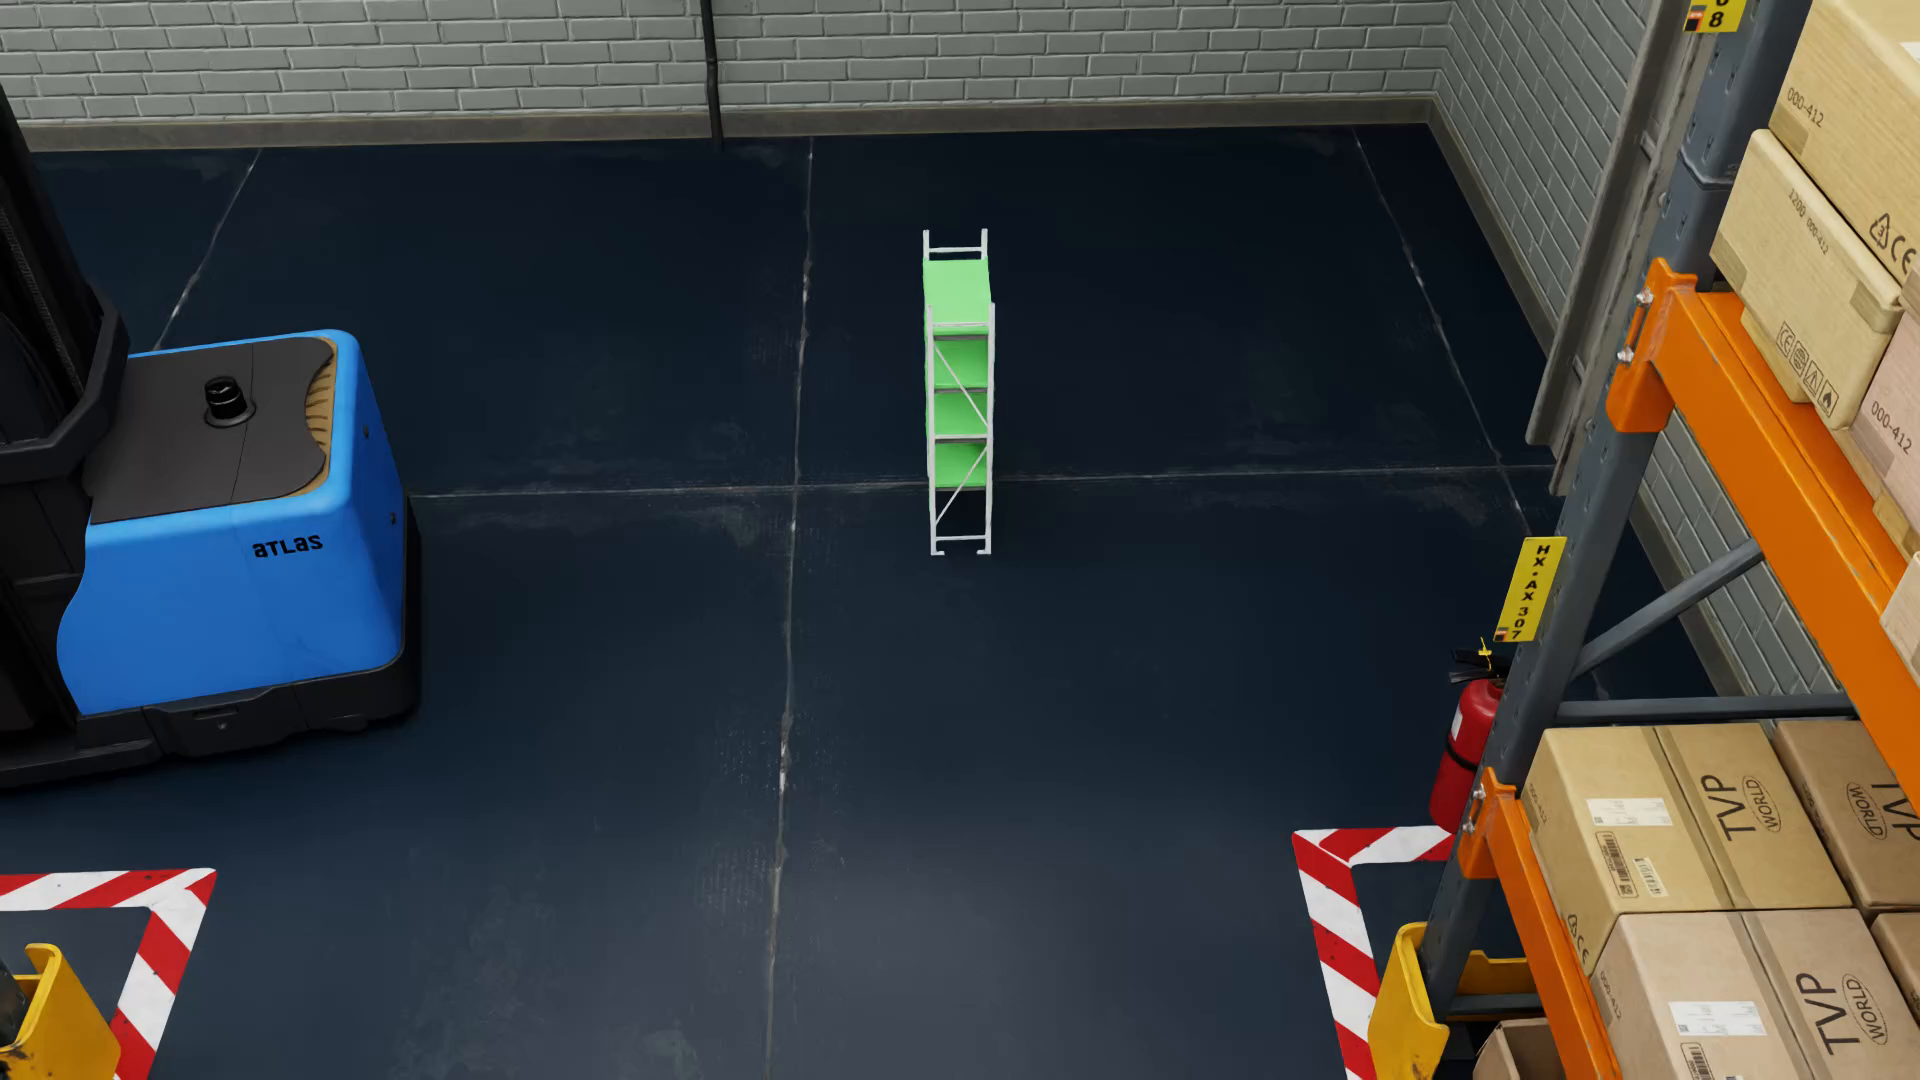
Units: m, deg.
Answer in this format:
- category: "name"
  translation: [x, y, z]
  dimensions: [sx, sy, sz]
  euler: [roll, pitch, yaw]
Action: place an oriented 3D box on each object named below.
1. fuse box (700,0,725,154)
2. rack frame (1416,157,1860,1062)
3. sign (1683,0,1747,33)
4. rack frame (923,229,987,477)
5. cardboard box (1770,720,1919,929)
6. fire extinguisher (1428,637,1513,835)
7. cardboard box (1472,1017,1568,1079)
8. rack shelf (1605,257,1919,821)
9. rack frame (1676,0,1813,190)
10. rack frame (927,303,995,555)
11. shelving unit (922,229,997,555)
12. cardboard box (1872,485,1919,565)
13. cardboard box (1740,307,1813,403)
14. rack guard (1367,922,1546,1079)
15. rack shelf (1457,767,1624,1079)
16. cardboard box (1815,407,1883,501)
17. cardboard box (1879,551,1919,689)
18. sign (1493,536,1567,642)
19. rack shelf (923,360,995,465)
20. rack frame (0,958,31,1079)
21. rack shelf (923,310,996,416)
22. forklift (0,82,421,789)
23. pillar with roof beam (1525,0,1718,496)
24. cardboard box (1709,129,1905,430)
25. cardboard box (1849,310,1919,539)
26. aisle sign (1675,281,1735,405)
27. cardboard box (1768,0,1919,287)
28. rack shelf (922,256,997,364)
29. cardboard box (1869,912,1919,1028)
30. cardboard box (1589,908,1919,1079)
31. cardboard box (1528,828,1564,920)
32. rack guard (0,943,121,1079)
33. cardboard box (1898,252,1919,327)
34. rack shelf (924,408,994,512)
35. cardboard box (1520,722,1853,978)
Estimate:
- category: "fuse box"
  translation: [-1.283, -2.730, 8.461]
  dimensions: [0.539, 1.711, 0.414]
  euler: [-2, 43, -2]
- category: "rack frame"
  translation: [1.834, 0.418, 4.074]
  dimensions: [1.000, 3.000, 0.127]
  euler: [-2, 43, -2]
- category: "sign"
  translation: [1.291, -0.994, 2.748]
  dimensions: [0.100, 0.325, 0.005]
  euler: [-2, 43, -2]
- category: "rack frame"
  translation: [-0.017, -0.719, 6.646]
  dimensions: [0.240, 1.200, 0.015]
  euler: [-2, 43, -2]
- category: "cardboard box"
  translation: [2.118, 0.667, 3.693]
  dimensions: [0.500, 0.250, 0.500]
  euler: [0, 43, -1]
- category: "fire extinguisher"
  translation: [1.366, 0.498, 4.320]
  dimensions: [0.296, 0.674, 0.183]
  euler: [-2, 43, -2]
- category: "cardboard box"
  translation: [1.765, 1.599, 4.322]
  dimensions: [0.797, 0.503, 0.637]
  euler: [-3, 43, -3]
- category: "rack shelf"
  translation: [1.919, 0.928, 1.830]
  dimensions: [1.077, 0.370, 4.000]
  euler: [-2, 43, -2]
- category: "rack frame"
  translation: [1.834, -1.793, 2.047]
  dimensions: [1.000, 3.000, 0.127]
  euler: [-2, 43, -2]
- category: "rack frame"
  translation: [0.003, -0.389, 6.287]
  dimensions: [0.240, 1.200, 0.015]
  euler: [-2, 43, -2]
- category: "shelving unit"
  translation: [-0.007, -0.554, 6.466]
  dimensions: [0.258, 1.200, 0.503]
  euler: [-2, 43, -2]
- category: "cardboard box"
  translation: [1.646, -0.023, 2.521]
  dimensions: [0.380, 0.149, 0.250]
  euler: [-1, 43, -2]
- category: "cardboard box"
  translation: [1.615, -0.373, 2.903]
  dimensions: [0.380, 0.149, 0.250]
  euler: [-1, 43, -1]
- category: "rack guard"
  translation: [1.837, 1.391, 4.862]
  dimensions: [1.175, 0.500, 0.348]
  euler: [-2, 43, -2]
- category: "rack shelf"
  translation: [1.919, 2.034, 2.844]
  dimensions: [1.077, 0.370, 4.000]
  euler: [-2, 43, -2]
- category: "cardboard box"
  translation: [1.652, -0.197, 2.711]
  dimensions: [0.380, 0.149, 0.250]
  euler: [-1, 43, -1]
- category: "cardboard box"
  translation: [1.554, 0.148, 2.334]
  dimensions: [0.380, 0.149, 0.250]
  euler: [-1, 43, -1]
- category: "sign"
  translation: [1.291, 0.115, 3.764]
  dimensions: [0.100, 0.325, 0.005]
  euler: [-2, 43, -2]
- category: "rack shelf"
  translation: [-0.007, -0.507, 6.510]
  dimensions: [0.258, 0.148, 0.480]
  euler: [-2, 43, -2]
- category: "rack frame"
  translation: [-3.125, 0.563, 3.916]
  dimensions: [1.000, 3.000, 0.127]
  euler: [-2, 43, -2]
- category: "rack shelf"
  translation: [-0.007, -0.684, 6.347]
  dimensions: [0.258, 0.148, 0.480]
  euler: [-2, 43, -2]
- category: "forklift"
  translation: [-3.535, -0.522, 5.150]
  dimensions: [3.031, 2.935, 1.130]
  euler: [-9, 43, -10]
- category: "pillar with roof beam"
  translation: [-1.682, -3.516, 3.926]
  dimensions: [9.100, 9.000, 0.400]
  euler: [-2, 43, -2]
- category: "cardboard box"
  translation: [1.579, -0.434, 2.675]
  dimensions: [0.500, 0.250, 0.500]
  euler: [-2, 43, -2]
- category: "cardboard box"
  translation: [1.622, -0.092, 2.301]
  dimensions: [0.500, 0.250, 0.500]
  euler: [-1, 43, -1]
- category: "aisle sign"
  translation: [1.537, -0.578, 3.236]
  dimensions: [0.394, 0.787, 0.004]
  euler: [-2, 43, -2]
- category: "cardboard box"
  translation: [1.602, -0.619, 2.507]
  dimensions: [0.500, 0.250, 0.500]
  euler: [-2, 43, -2]
- category: "rack shelf"
  translation: [-0.007, -0.861, 6.185]
  dimensions: [0.258, 0.148, 0.480]
  euler: [-2, 43, -2]
- category: "cardboard box"
  translation: [2.139, 1.015, 3.314]
  dimensions: [0.500, 0.250, 0.500]
  euler: [-2, 43, -2]
- category: "cardboard box"
  translation: [1.605, 1.018, 3.310]
  dimensions: [0.500, 0.250, 0.500]
  euler: [-1, 43, -1]
- category: "cardboard box"
  translation: [1.573, 0.741, 3.908]
  dimensions: [0.380, 0.149, 0.250]
  euler: [-2, 43, -2]
- category: "rack guard"
  translation: [-3.126, 1.469, 4.778]
  dimensions: [1.175, 0.500, 0.348]
  euler: [-2, 43, -2]
- category: "cardboard box"
  translation: [1.604, -0.275, 2.132]
  dimensions: [0.500, 0.250, 0.500]
  euler: [-2, 43, -2]
- category: "rack shelf"
  translation: [-0.007, -0.330, 6.672]
  dimensions: [0.258, 0.148, 0.480]
  euler: [-2, 43, -2]
- category: "cardboard box"
  translation: [1.584, 0.678, 3.681]
  dimensions: [0.500, 0.250, 0.500]
  euler: [-1, 43, -2]
